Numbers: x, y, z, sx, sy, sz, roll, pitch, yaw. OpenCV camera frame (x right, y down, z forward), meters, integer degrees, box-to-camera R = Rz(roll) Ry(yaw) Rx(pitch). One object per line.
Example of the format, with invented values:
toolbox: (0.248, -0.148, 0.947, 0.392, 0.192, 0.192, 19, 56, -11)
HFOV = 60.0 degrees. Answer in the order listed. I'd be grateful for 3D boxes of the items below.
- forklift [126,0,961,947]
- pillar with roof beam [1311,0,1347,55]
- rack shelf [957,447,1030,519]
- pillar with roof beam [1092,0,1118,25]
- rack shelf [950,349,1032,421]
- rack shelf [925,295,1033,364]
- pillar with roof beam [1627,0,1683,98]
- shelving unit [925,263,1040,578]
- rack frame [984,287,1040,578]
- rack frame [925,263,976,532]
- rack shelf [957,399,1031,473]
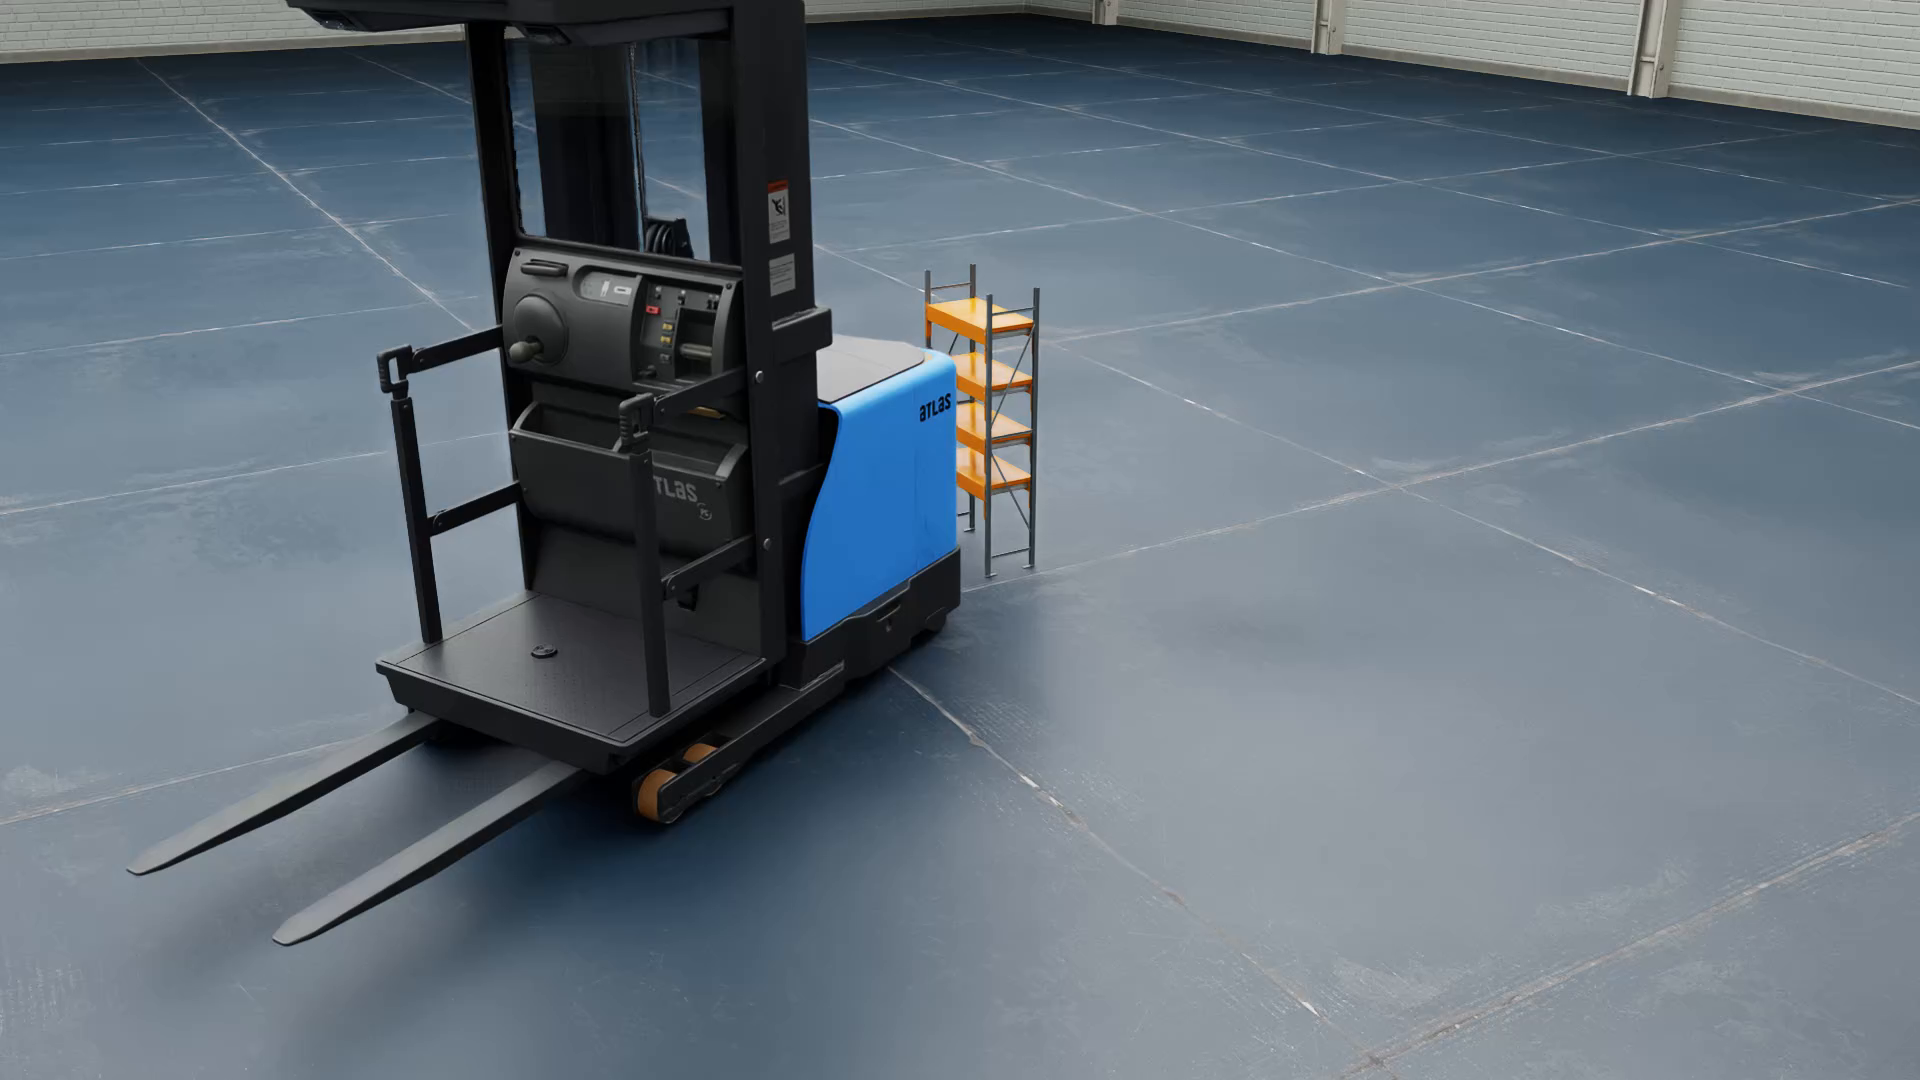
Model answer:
forklift: (-1.196, -0.679, 5.088, 1.130, 2.935, 3.031, 13, 25, 29)
pillar with roof beam: (2.056, -10.985, 22.386, 9.100, 9.000, 0.400, -13, 25, -28)
rack shelf: (0.085, -0.256, 7.054, 0.258, 0.148, 0.480, -13, 25, -28)
pillar with roof beam: (-1.009, -12.927, 27.164, 9.100, 9.000, 0.400, -13, 25, -28)
rack shelf: (0.085, -0.647, 6.895, 0.258, 0.148, 0.480, -13, 25, -28)
rack shelf: (0.085, -0.866, 6.806, 0.258, 0.148, 0.480, -13, 25, -28)
pillar with roof beam: (5.121, -9.042, 17.607, 9.100, 9.000, 0.400, -13, 25, -28)
shelving unit: (0.085, -0.502, 6.954, 0.258, 1.200, 0.503, -13, 25, -28)
rack frame: (0.209, -0.423, 6.759, 0.240, 1.200, 0.015, -13, 25, -28)
rack frame: (-0.040, -0.581, 7.148, 0.240, 1.200, 0.015, -13, 25, -28)
rack shelf: (0.085, -0.440, 6.979, 0.258, 0.148, 0.480, -13, 25, -28)
